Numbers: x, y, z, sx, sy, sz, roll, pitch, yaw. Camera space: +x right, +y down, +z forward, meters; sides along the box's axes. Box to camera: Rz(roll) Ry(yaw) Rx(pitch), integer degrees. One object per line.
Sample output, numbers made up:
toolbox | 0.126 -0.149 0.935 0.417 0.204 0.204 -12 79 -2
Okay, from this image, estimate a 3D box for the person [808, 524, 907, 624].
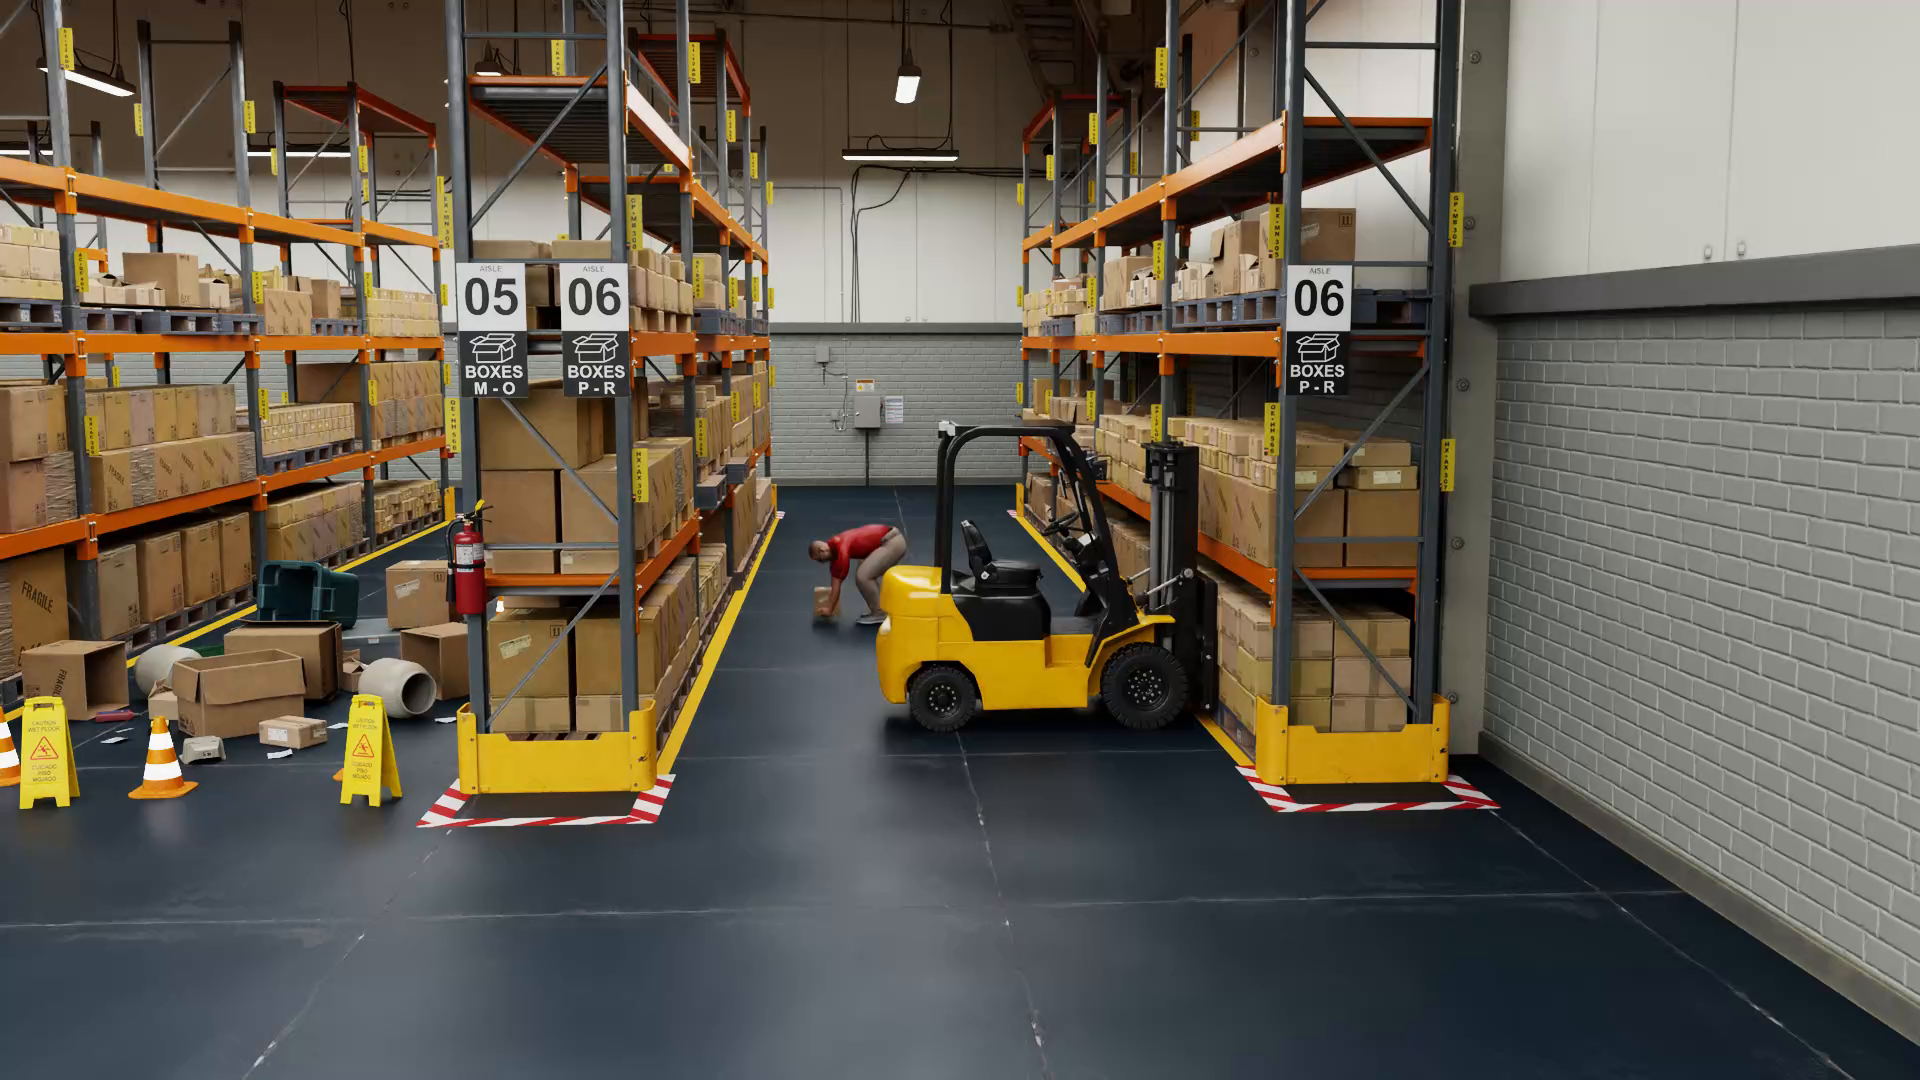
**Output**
person | -1.000 0.332 16.268 0.957 0.962 0.517 -1 7 -7
